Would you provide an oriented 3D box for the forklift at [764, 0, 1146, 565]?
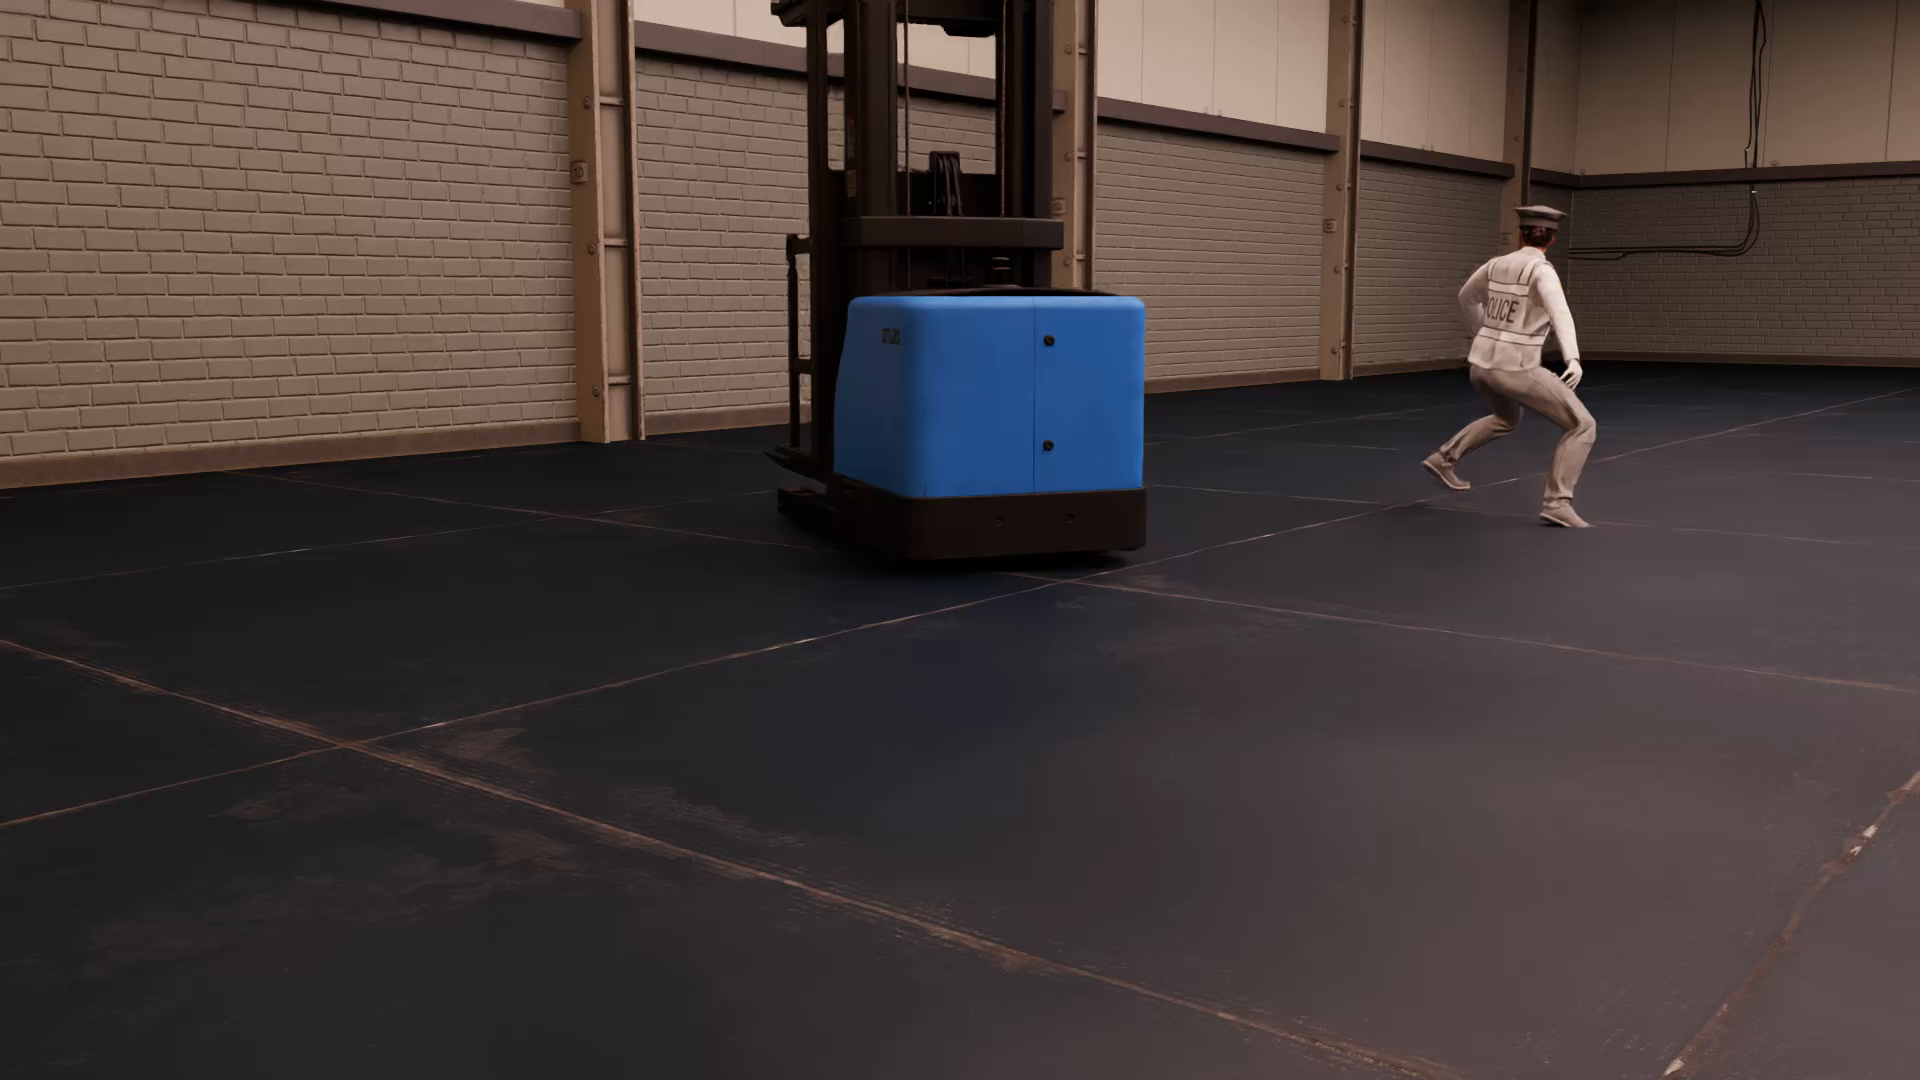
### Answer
[{"bbox_3d":[-0.235,-1.528,7.727,1.130,2.935,3.031,-3,9,-20],"label":"forklift"}]

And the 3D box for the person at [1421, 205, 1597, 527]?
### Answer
[{"bbox_3d":[2.729,-0.825,8.025,0.453,1.557,1.080,-2,9,-14],"label":"person"}]
